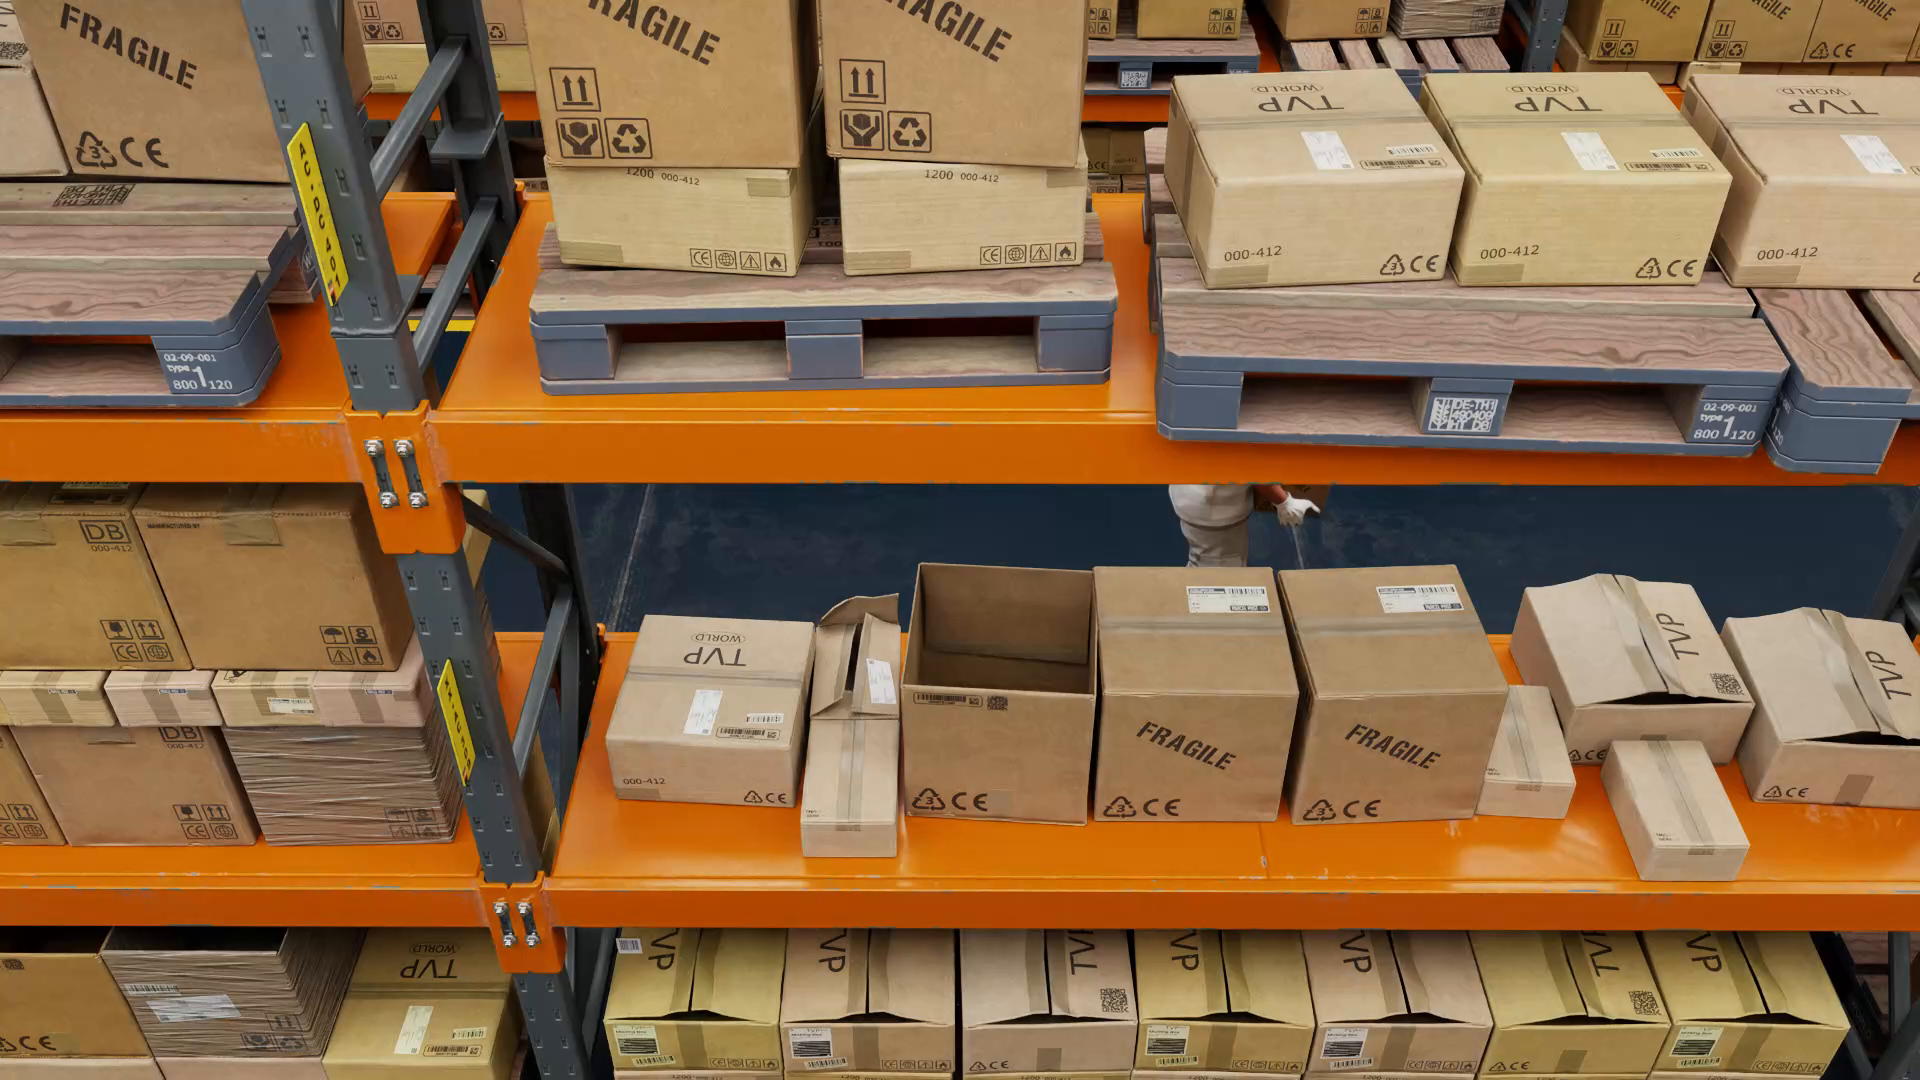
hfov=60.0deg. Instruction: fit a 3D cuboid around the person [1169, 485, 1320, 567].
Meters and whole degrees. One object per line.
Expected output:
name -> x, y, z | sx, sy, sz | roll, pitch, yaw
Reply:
person -> 1.056, -0.148, 6.323 | 0.561, 1.782, 0.493 | 0, 39, 1
